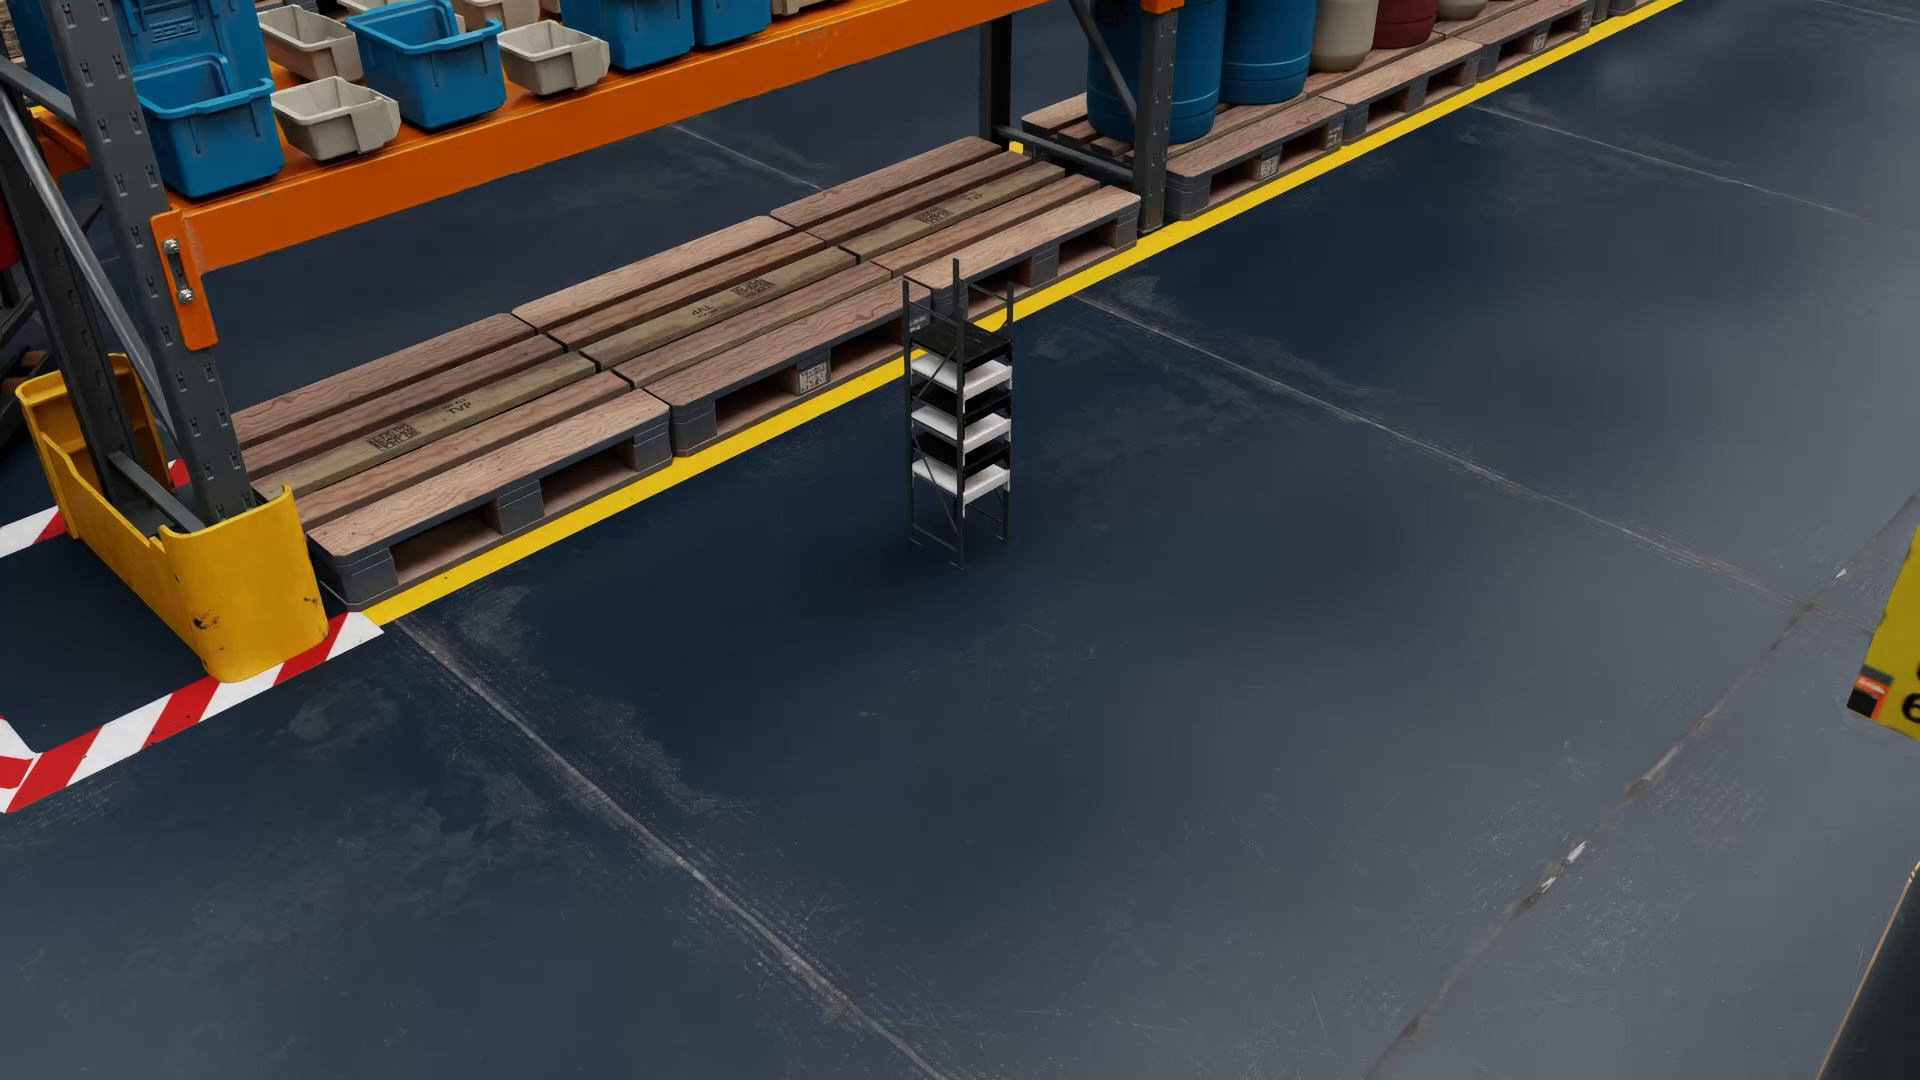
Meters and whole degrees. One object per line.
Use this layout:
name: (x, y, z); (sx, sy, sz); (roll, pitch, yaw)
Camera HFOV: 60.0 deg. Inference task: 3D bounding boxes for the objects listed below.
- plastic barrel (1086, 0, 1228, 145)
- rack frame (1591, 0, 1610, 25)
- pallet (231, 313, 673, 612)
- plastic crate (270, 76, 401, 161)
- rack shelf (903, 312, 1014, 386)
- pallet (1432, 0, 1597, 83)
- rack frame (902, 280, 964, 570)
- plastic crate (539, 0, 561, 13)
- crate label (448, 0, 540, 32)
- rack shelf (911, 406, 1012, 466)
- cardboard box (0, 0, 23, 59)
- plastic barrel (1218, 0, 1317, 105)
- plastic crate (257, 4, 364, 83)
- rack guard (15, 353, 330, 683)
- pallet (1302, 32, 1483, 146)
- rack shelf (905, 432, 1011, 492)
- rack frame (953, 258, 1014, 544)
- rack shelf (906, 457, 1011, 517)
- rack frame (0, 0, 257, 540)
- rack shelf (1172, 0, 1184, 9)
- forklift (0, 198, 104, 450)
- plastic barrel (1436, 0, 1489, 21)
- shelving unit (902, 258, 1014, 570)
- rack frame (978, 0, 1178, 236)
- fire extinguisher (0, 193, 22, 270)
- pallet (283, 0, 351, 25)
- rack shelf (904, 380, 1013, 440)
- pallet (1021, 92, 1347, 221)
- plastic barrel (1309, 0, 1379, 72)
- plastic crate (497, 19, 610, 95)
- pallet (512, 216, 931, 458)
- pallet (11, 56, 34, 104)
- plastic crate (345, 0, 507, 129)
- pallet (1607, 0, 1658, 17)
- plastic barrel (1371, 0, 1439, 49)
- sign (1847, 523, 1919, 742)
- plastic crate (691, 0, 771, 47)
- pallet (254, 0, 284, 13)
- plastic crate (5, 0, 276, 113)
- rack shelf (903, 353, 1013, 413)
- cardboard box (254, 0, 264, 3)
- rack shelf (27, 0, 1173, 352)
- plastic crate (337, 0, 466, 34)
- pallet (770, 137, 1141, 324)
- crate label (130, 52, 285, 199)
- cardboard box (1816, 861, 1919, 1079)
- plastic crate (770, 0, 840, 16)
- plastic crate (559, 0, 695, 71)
plastic barrel: (0.873, -2.282, 7.366); (0.600, 0.901, 0.708); (30, 45, 35)
rack frame: (3.296, -4.380, 8.908); (1.000, 3.000, 0.127); (30, 45, 35)
pallet: (-1.732, -0.308, 5.507); (1.003, 0.211, 1.213); (30, 45, 35)
plastic crate: (-1.648, -1.113, 4.402); (0.250, 0.136, 0.298); (30, 45, 35)
rack shelf: (-0.006, -0.560, 4.852); (0.258, 0.077, 0.200); (30, 45, 35)
pallet: (2.770, -2.899, 9.223); (1.003, 0.211, 1.213); (30, 45, 35)
rack frame: (-0.077, -0.325, 4.929); (0.240, 0.900, 0.006); (30, 45, 35)
plastic crate: (-1.306, -1.815, 5.408); (0.298, 0.136, 0.250); (30, 45, 35)
crate label: (-1.501, -1.687, 5.225); (0.396, 0.136, 0.243); (30, 45, 35)
rack shelf: (-0.006, -0.338, 5.007); (0.258, 0.077, 0.200); (30, 45, 35)
cardboard box: (-4.820, -3.091, 8.550); (0.875, 0.875, 0.875); (30, 45, 35)
plastic barrel: (1.372, -2.569, 7.779); (0.600, 0.901, 0.708); (30, 45, 35)
plastic crate: (-1.895, -1.453, 4.889); (0.396, 0.136, 0.243); (30, 45, 35)
rack guard: (-2.348, -0.092, 4.945); (1.175, 0.500, 0.348); (30, 45, 35)
pallet: (1.910, -2.406, 8.516); (1.003, 0.211, 1.213); (30, 45, 35)
rack shelf: (-0.006, -0.265, 5.058); (0.258, 0.077, 0.200); (30, 45, 35)
rack frame: (0.066, -0.407, 5.047); (0.240, 0.900, 0.006); (30, 45, 35)
rack shelf: (-0.006, -0.191, 5.110); (0.258, 0.077, 0.200); (30, 45, 35)
rack frame: (-2.341, -1.132, 4.251); (1.000, 3.000, 0.127); (30, 45, 35)
rack shelf: (1.887, -3.273, 7.949); (1.077, 0.370, 4.000); (30, 45, 35)
forklift: (-3.775, -1.558, 4.922); (1.130, 2.935, 3.031); (-2, 35, -3)
plastic barrel: (2.629, -3.061, 8.824); (0.421, 0.512, 0.421); (0, 35, 0)
shelving unit: (-0.006, -0.366, 4.988); (0.258, 0.900, 0.210); (30, 45, 35)
rack frame: (0.478, -2.756, 6.580); (1.000, 3.000, 0.127); (30, 45, 35)
fire extinguisher: (-2.769, -1.069, 4.555); (0.296, 0.674, 0.183); (30, 45, 35)
pallet: (-3.629, -3.331, 9.842); (1.003, 0.211, 1.213); (30, 45, 35)
rack shelf: (-0.006, -0.412, 4.955); (0.258, 0.077, 0.200); (30, 45, 35)
pallet: (1.051, -1.909, 7.802); (1.003, 0.211, 1.213); (30, 45, 35)
plastic barrel: (1.833, -2.602, 8.167); (0.421, 0.512, 0.421); (0, 35, 0)
plastic crate: (-1.170, -1.388, 4.797); (0.250, 0.136, 0.298); (30, 45, 35)
pallet: (-0.873, -0.800, 6.213); (1.003, 0.211, 1.213); (30, 45, 35)
pallet: (-5.348, -2.341, 8.422); (1.003, 0.211, 1.213); (30, 45, 35)
plastic crate: (-1.469, -1.323, 4.619); (0.416, 0.233, 0.300); (30, 45, 35)
pallet: (3.869, -3.535, 10.134); (1.003, 0.211, 1.213); (30, 45, 35)
plastic barrel: (2.168, -2.899, 8.526); (0.600, 0.588, 0.708); (30, 45, 35)
sign: (0.792, 0.029, 1.297); (0.100, 0.325, 0.005); (30, 45, 35)
plastic crate: (-0.794, -1.712, 5.177); (0.416, 0.233, 0.300); (30, 45, 35)
pallet: (-4.488, -2.834, 9.129); (1.003, 0.211, 1.213); (30, 45, 35)
plastic crate: (-2.237, -1.383, 4.527); (0.616, 0.435, 0.499); (30, 45, 35)
rack shelf: (-0.006, -0.486, 4.904); (0.258, 0.077, 0.200); (30, 45, 35)
cardboard box: (-4.193, -3.452, 9.068); (0.875, 0.875, 0.875); (30, 45, 35)
rack shelf: (-0.932, -1.649, 5.621); (1.077, 0.370, 4.000); (30, 45, 35)
plastic crate: (-1.680, -1.565, 5.049); (0.396, 0.136, 0.243); (30, 45, 35)
pallet: (-0.013, -1.298, 6.927); (1.003, 0.211, 1.213); (30, 45, 35)
crate label: (-1.933, -1.056, 4.235); (0.416, 0.233, 0.303); (30, 45, 35)
cardboard box: (1.294, 0.533, 1.776); (0.500, 0.500, 0.500); (-28, 44, -34)
plastic crate: (-0.536, -1.844, 5.451); (0.293, 0.136, 0.466); (30, 45, 35)
plastic crate: (-1.005, -1.590, 5.002); (0.416, 0.233, 0.300); (30, 45, 35)
